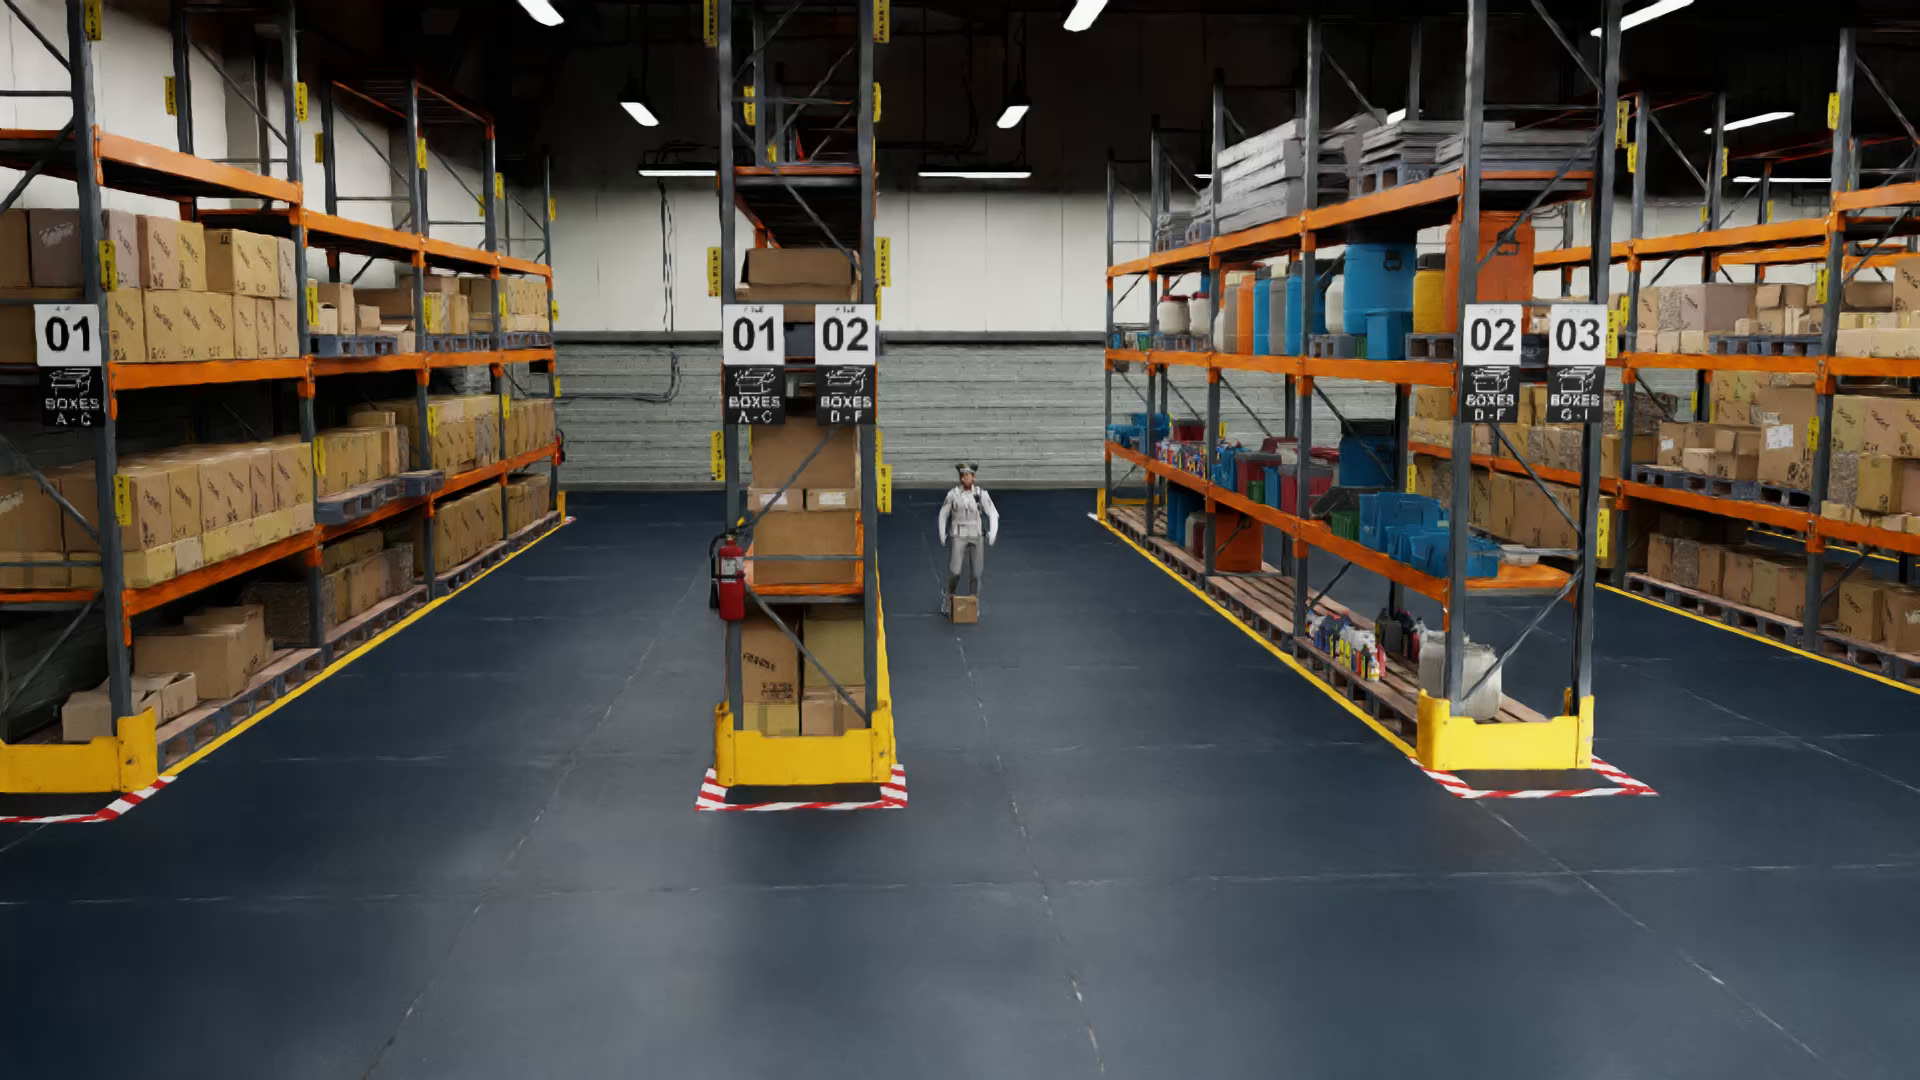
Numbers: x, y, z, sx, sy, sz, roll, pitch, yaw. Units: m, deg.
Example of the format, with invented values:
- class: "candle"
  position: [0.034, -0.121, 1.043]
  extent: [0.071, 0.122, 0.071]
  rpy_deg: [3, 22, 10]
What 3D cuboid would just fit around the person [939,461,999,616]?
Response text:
- class: "person"
  position: [0.099, -0.011, 17.914]
  extent: [0.650, 1.680, 0.427]
  rpy_deg: [0, 7, -4]
